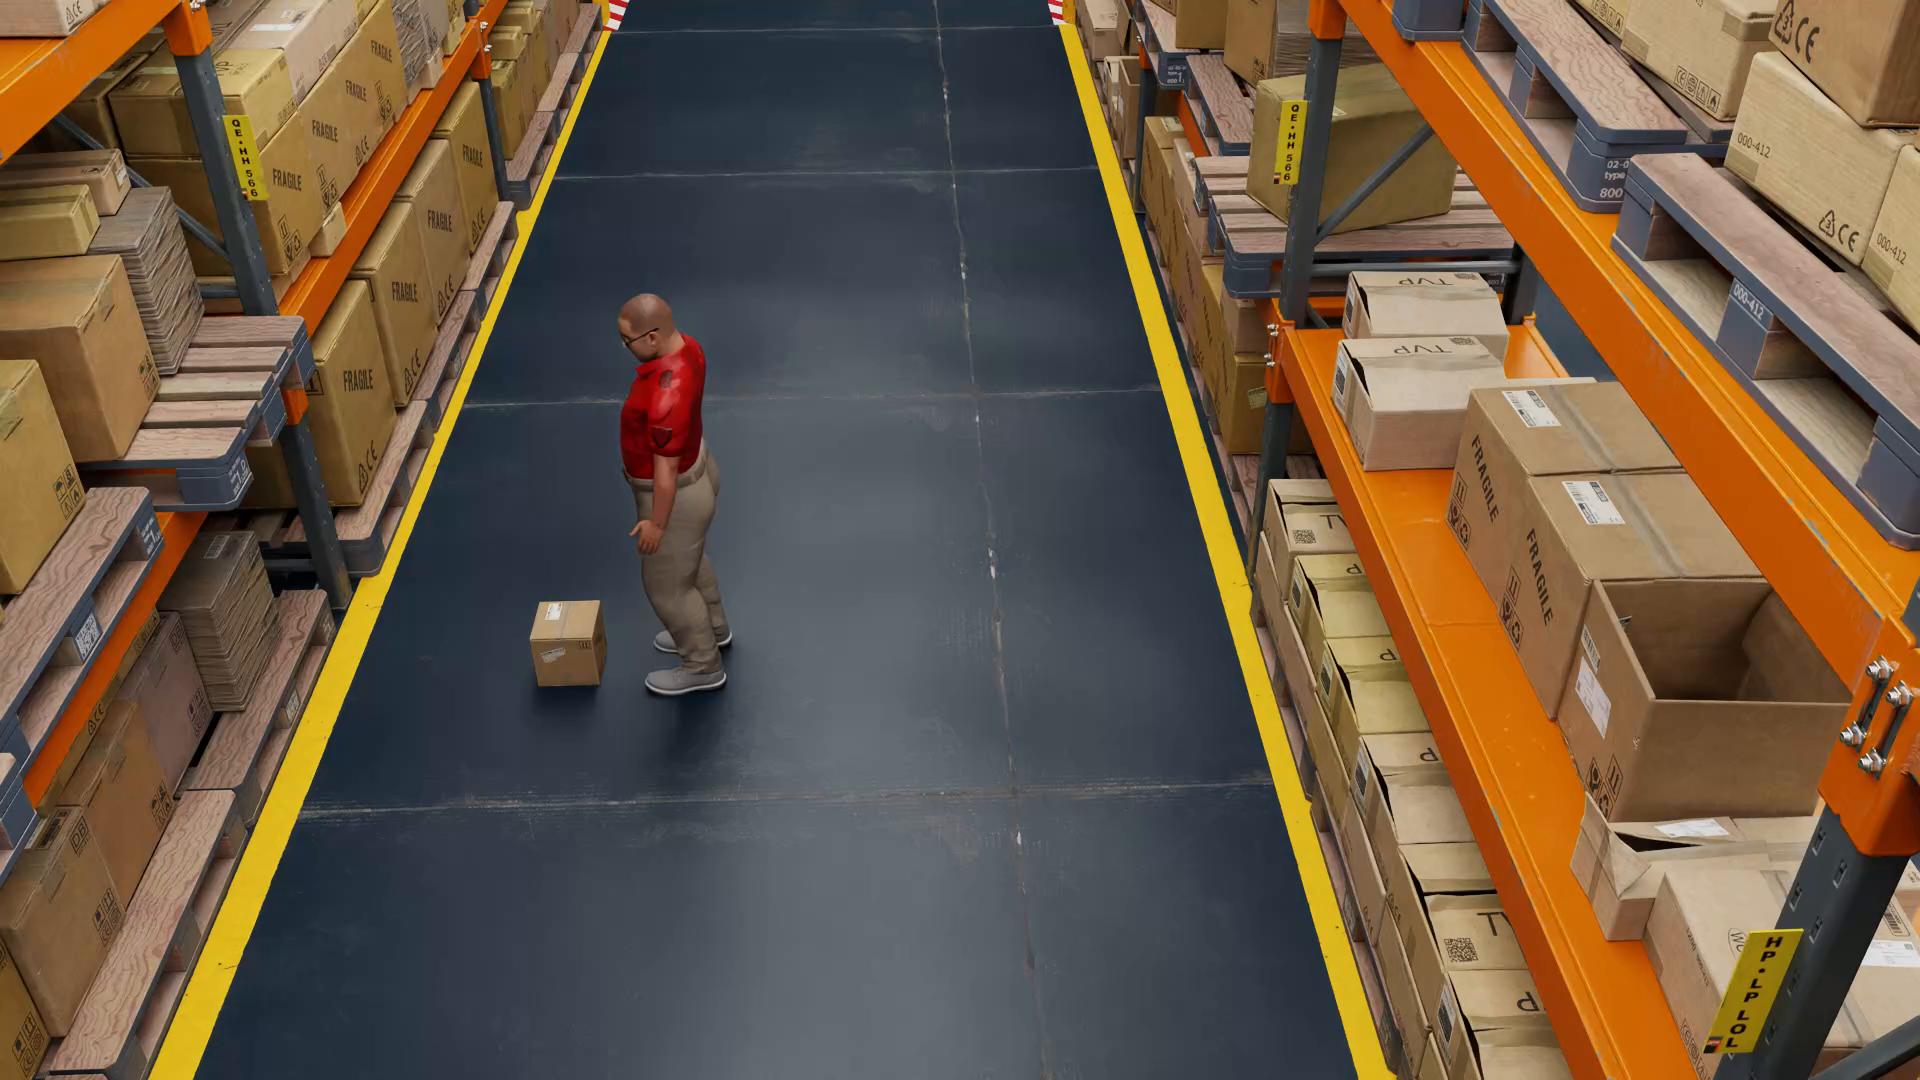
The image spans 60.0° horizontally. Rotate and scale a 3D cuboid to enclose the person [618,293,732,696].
[{"bbox_3d":[-1.114,-0.166,6.414,0.357,1.723,0.532,-1,35,-1],"label":"person"}]
